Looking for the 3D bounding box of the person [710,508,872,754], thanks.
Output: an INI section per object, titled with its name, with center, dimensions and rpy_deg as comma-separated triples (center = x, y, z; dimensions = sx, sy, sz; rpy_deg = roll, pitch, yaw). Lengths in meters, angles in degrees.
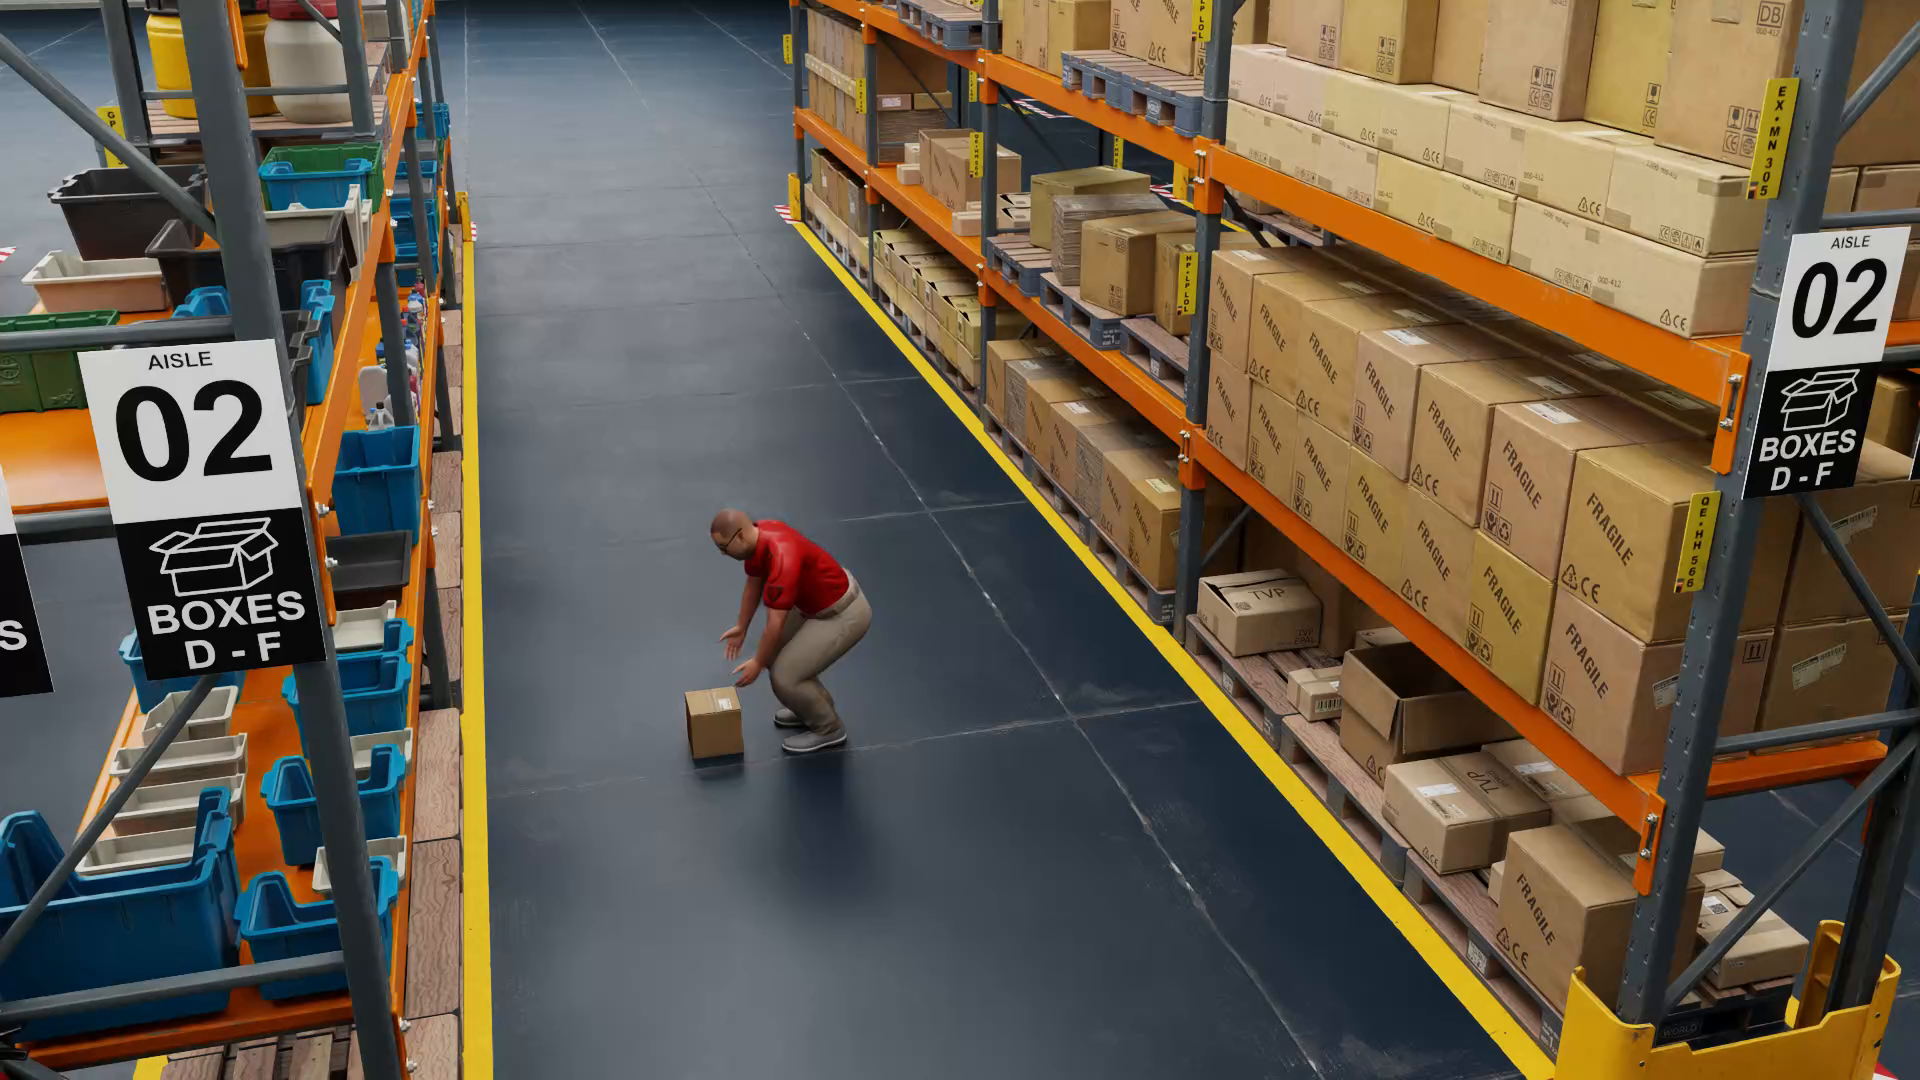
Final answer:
[person]
center = -0.817, 0.413, 8.209
dimensions = 0.770, 1.289, 0.588
rpy_deg = -6, 24, -14
